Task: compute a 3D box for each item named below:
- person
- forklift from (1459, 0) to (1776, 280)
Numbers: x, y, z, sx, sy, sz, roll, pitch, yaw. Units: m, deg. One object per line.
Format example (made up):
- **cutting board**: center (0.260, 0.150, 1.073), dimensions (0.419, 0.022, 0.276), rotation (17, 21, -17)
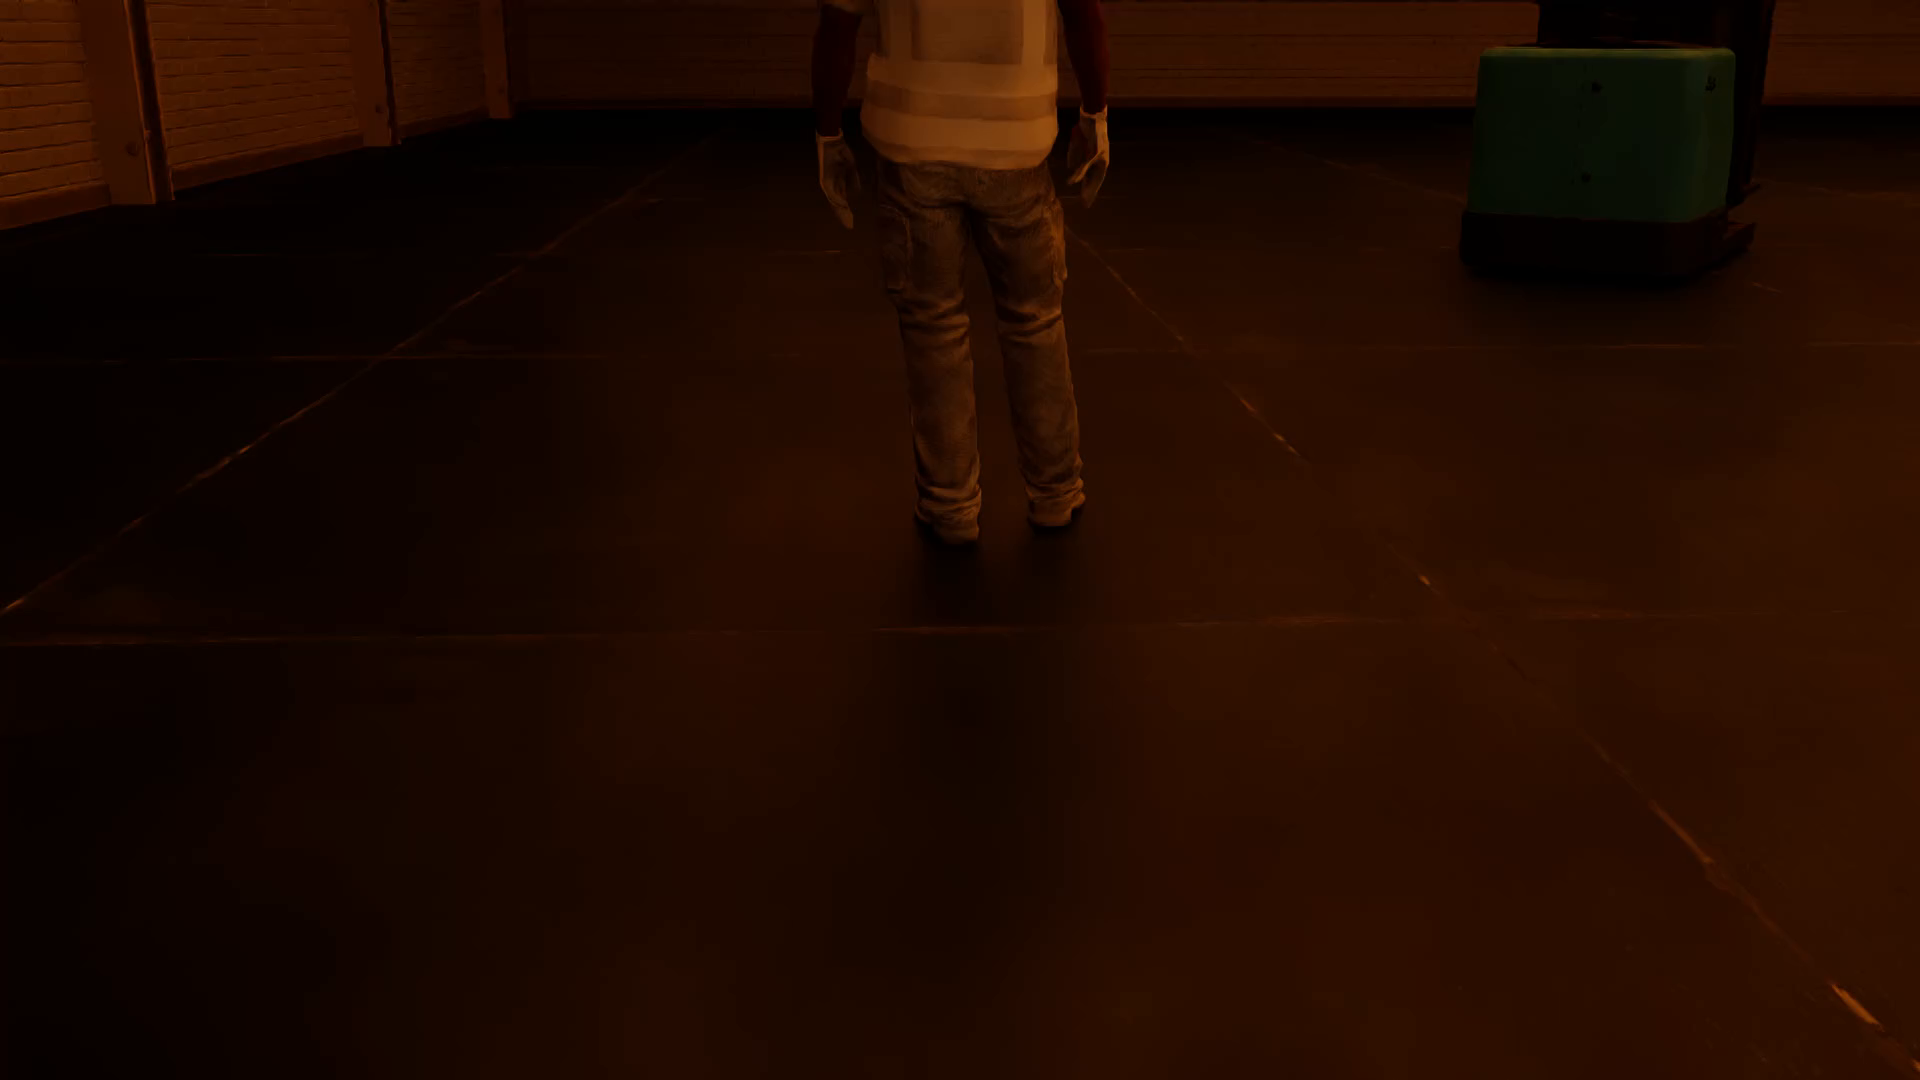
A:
- **person**: center (0.004, -0.880, 3.725), dimensions (0.655, 1.782, 0.576), rotation (-1, 17, -3)
- **forklift**: center (3.685, -2.994, 8.694), dimensions (1.130, 2.935, 3.031), rotation (11, 20, 31)
